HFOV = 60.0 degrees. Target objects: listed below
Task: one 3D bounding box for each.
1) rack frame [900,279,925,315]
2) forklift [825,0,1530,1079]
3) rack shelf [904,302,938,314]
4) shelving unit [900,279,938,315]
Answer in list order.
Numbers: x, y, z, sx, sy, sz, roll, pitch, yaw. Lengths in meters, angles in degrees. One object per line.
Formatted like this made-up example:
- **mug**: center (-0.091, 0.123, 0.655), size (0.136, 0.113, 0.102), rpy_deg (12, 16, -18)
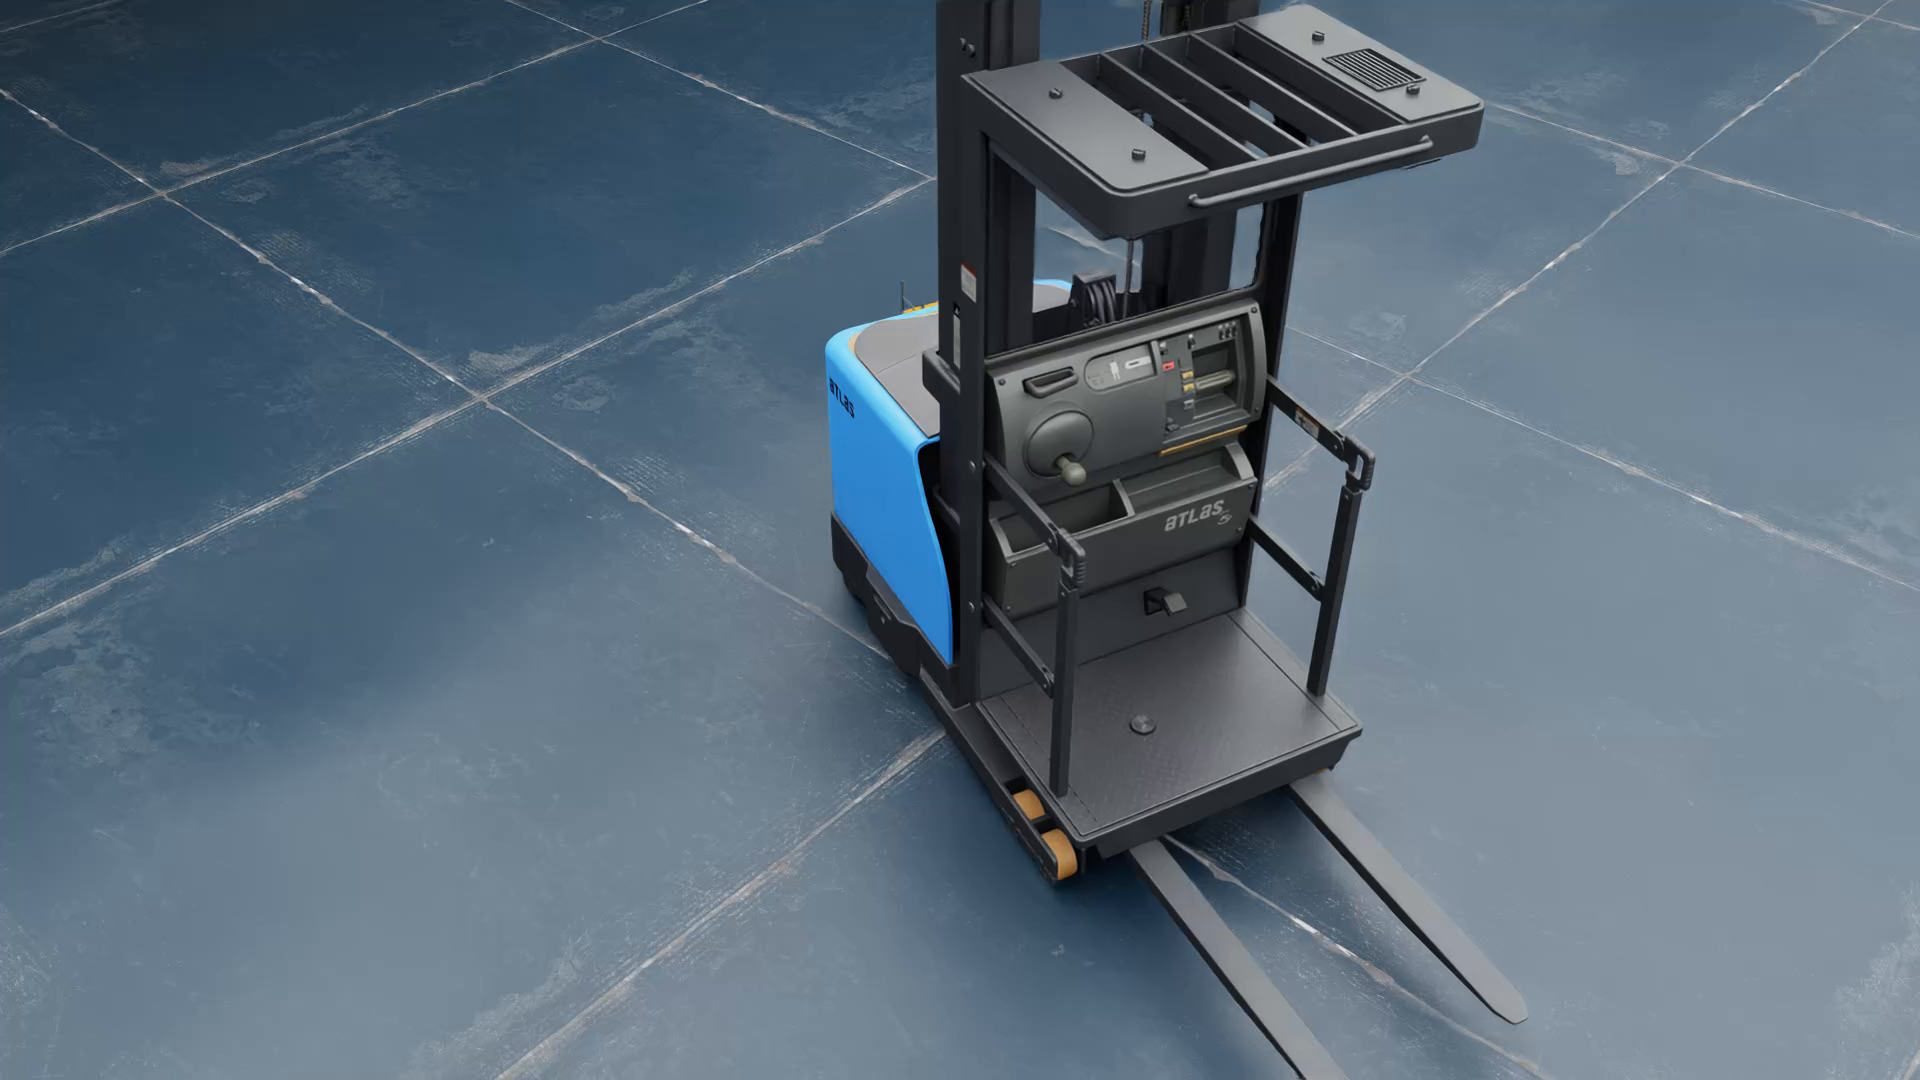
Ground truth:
- **rack frame**: center (-0.179, -0.523, 6.564), size (0.008, 1.050, 0.200), rpy_deg (-18, 42, -21)
- **forklift**: center (0.623, -0.369, 4.859), size (1.130, 2.935, 3.031), rpy_deg (-18, 42, -21)
- **rack shelf**: center (-0.070, -0.771, 6.437), size (0.240, 0.259, 0.215), rpy_deg (-18, 42, -21)
- **shelving unit**: center (-0.070, -0.557, 6.607), size (0.252, 1.050, 0.215), rpy_deg (-18, 42, -21)
